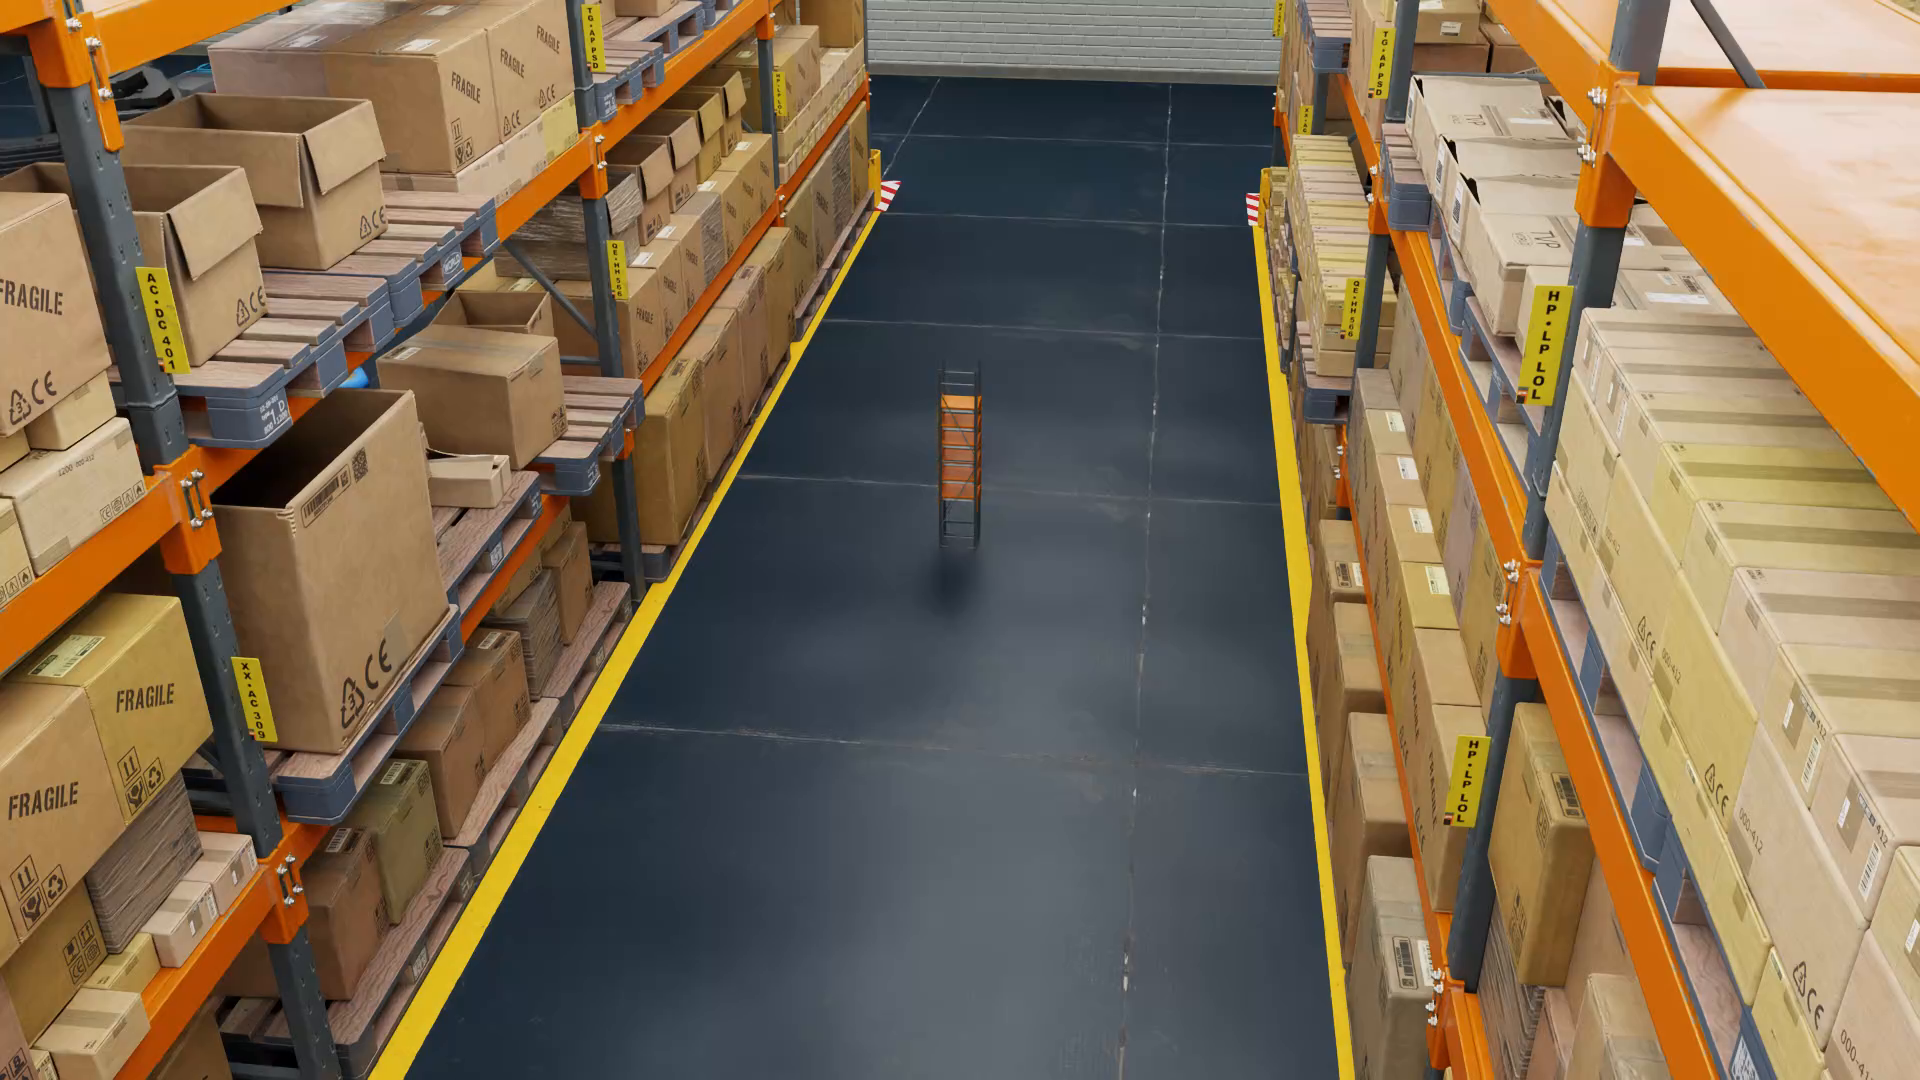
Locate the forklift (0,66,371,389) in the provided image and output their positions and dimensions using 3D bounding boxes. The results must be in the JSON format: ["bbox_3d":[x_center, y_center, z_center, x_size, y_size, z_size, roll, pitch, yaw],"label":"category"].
[{"bbox_3d":[-5.140,-1.196,9.672,3.031,2.935,1.130,-14,31,-25],"label":"forklift"}]

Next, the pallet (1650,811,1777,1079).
[{"bbox_3d":[1.778,0.892,2.654,1.003,0.211,1.213,3,28,6],"label":"pallet"}]

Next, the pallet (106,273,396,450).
[{"bbox_3d":[-2.689,-0.641,5.605,1.213,0.211,1.003,3,28,6],"label":"pallet"}]

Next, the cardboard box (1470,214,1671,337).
[{"bbox_3d":[1.973,-0.861,5.424,0.500,0.250,0.500,3,28,6],"label":"cardboard box"}]

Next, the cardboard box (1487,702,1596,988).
[{"bbox_3d":[1.961,0.847,4.510,0.875,0.550,0.550,3,28,6],"label":"cardboard box"}]

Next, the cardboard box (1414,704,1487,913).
[{"bbox_3d":[1.839,0.912,5.582,0.500,0.500,0.500,3,28,6],"label":"cardboard box"}]

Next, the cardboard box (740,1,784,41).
[{"bbox_3d":[-1.845,-4.473,14.736,0.500,0.500,0.500,3,28,5],"label":"cardboard box"}]

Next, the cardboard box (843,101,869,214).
[{"bbox_3d":[-1.399,-3.711,16.065,0.875,0.875,0.875,3,28,6],"label":"cardboard box"}]

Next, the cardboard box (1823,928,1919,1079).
[{"bbox_3d":[1.457,0.767,2.089,0.500,0.250,0.500,3,28,6],"label":"cardboard box"}]

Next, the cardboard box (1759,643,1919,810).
[{"bbox_3d":[1.472,0.295,2.546,0.380,0.149,0.250,3,28,6],"label":"cardboard box"}]

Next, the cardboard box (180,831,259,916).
[{"bbox_3d":[-2.605,1.110,5.584,0.380,0.149,0.250,3,28,6],"label":"cardboard box"}]

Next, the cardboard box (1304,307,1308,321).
[{"bbox_3d":[2.605,-1.380,11.343,0.500,0.250,0.500,4,29,8],"label":"cardboard box"}]

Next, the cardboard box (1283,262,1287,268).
[{"bbox_3d":[2.956,-2.289,14.192,0.380,0.149,0.250,4,29,7],"label":"cardboard box"}]

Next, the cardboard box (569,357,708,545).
[{"bbox_3d":[-2.275,-0.575,10.244,1.225,0.875,0.875,2,28,4],"label":"cardboard box"}]

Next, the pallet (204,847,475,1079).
[{"bbox_3d":[-2.776,1.742,7.086,1.003,0.211,1.213,3,28,6],"label":"pallet"}]

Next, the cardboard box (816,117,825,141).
[{"bbox_3d":[-1.365,-3.504,14.149,0.380,0.149,0.250,4,29,7],"label":"cardboard box"}]

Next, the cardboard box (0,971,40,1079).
[{"bbox_3d":[-3.044,1.389,4.383,0.875,0.500,0.500,3,28,6],"label":"cardboard box"}]

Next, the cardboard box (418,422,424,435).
[{"bbox_3d":[-2.814,-0.345,7.735,0.500,0.250,0.500,3,28,5],"label":"cardboard box"}]

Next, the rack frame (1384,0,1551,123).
[{"bbox_3d":[2.530,-3.307,7.193,1.000,3.000,0.127,3,28,6],"label":"rack frame"}]

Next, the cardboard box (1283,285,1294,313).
[{"bbox_3d":[2.764,-1.904,13.164,0.380,0.149,0.250,2,28,4],"label":"cardboard box"}]

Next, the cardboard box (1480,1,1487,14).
[{"bbox_3d":[2.909,-2.907,8.700,0.396,0.266,0.258,3,28,6],"label":"cardboard box"}]

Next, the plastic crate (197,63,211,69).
[{"bbox_3d":[-6.834,-4.291,15.458,0.416,0.233,0.300,3,28,6],"label":"plastic crate"}]

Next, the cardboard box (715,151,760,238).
[{"bbox_3d":[-1.744,-2.460,11.841,0.500,0.500,0.500,4,29,8],"label":"cardboard box"}]

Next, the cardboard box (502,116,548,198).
[{"bbox_3d":[-2.242,-1.784,7.686,0.500,0.250,0.500,3,28,6],"label":"cardboard box"}]

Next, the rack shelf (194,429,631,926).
[{"bbox_3d":[-2.625,0.256,7.662,1.077,0.370,4.000,3,28,6],"label":"rack shelf"}]

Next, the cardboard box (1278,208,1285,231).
[{"bbox_3d":[2.967,-2.776,14.468,0.380,0.149,0.250,4,29,7],"label":"cardboard box"}]

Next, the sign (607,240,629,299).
[{"bbox_3d":[-1.840,-1.450,8.933,0.100,0.325,0.005,3,28,6],"label":"sign"}]

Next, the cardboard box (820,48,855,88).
[{"bbox_3d":[-1.259,-4.350,15.299,0.500,0.250,0.500,3,28,5],"label":"cardboard box"}]

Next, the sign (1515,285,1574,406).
[{"bbox_3d":[1.500,-0.497,4.262,0.100,0.325,0.005,3,28,6],"label":"sign"}]

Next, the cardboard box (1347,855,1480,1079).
[{"bbox_3d":[2.027,1.725,6.107,1.050,0.750,0.750,3,28,6],"label":"cardboard box"}]

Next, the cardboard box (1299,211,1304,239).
[{"bbox_3d":[2.360,-1.978,10.559,0.380,0.149,0.250,3,28,5],"label":"cardboard box"}]

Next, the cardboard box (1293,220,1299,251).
[{"bbox_3d":[2.390,-1.978,10.874,0.380,0.149,0.250,2,28,4],"label":"cardboard box"}]

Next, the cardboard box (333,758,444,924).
[{"bbox_3d":[-2.696,1.277,7.182,0.700,0.500,0.500,3,28,6],"label":"cardboard box"}]

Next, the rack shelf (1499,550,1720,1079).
[{"bbox_3d":[1.795,1.154,2.833,1.077,0.370,4.000,3,28,6],"label":"rack shelf"}]

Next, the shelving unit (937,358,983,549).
[{"bbox_3d":[-0.002,-0.521,10.245,0.258,1.200,0.189,3,28,6],"label":"shelving unit"}]

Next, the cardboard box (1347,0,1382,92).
[{"bbox_3d":[2.462,-2.785,9.282,0.500,0.500,0.500,3,28,6],"label":"cardboard box"}]

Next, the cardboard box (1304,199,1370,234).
[{"bbox_3d":[2.329,-1.991,10.269,0.380,0.149,0.250,4,29,8],"label":"cardboard box"}]

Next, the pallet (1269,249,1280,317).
[{"bbox_3d":[3.215,-2.215,14.432,1.003,0.211,1.213,3,28,6],"label":"pallet"}]

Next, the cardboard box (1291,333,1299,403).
[{"bbox_3d":[2.667,-1.301,11.987,0.500,0.500,0.500,4,29,8],"label":"cardboard box"}]

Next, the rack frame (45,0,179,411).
[{"bbox_3d":[-2.870,-1.760,4.321,1.000,3.000,0.127,3,28,6],"label":"rack frame"}]

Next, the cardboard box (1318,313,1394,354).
[{"bbox_3d":[2.139,-1.130,8.986,0.380,0.149,0.250,4,29,7],"label":"cardboard box"}]

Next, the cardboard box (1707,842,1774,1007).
[{"bbox_3d":[1.472,0.646,2.735,0.380,0.149,0.250,4,29,7],"label":"cardboard box"}]

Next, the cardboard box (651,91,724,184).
[{"bbox_3d":[-2.055,-2.747,11.315,0.797,0.503,0.637,4,29,7],"label":"cardboard box"}]

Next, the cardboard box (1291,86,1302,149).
[{"bbox_3d":[2.864,-3.212,12.923,0.500,0.500,0.500,3,28,5],"label":"cardboard box"}]

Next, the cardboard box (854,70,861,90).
[{"bbox_3d":[-1.147,-4.348,15.715,0.380,0.149,0.250,4,29,7],"label":"cardboard box"}]

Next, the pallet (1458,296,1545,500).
[{"bbox_3d":[2.104,-0.454,5.261,0.805,0.209,1.217,2,28,4],"label":"pallet"}]

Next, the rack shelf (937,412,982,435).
[{"bbox_3d":[-0.002,-0.694,10.152,0.258,0.103,0.180,3,28,6],"label":"rack shelf"}]

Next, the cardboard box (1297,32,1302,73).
[{"bbox_3d":[2.944,-3.885,13.117,0.500,0.500,0.500,4,29,8],"label":"cardboard box"}]

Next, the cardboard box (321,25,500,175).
[{"bbox_3d":[-2.318,-1.873,7.061,0.500,0.500,0.500,4,29,7],"label":"cardboard box"}]

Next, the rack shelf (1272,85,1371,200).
[{"bbox_3d":[3.265,-3.174,14.029,1.077,0.370,4.000,3,28,6],"label":"rack shelf"}]

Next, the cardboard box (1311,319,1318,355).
[{"bbox_3d":[2.167,-1.116,9.273,0.380,0.149,0.250,3,28,6],"label":"cardboard box"}]

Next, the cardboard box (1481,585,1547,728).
[{"bbox_3d":[2.095,0.499,5.294,0.700,0.500,0.500,3,28,5],"label":"cardboard box"}]
